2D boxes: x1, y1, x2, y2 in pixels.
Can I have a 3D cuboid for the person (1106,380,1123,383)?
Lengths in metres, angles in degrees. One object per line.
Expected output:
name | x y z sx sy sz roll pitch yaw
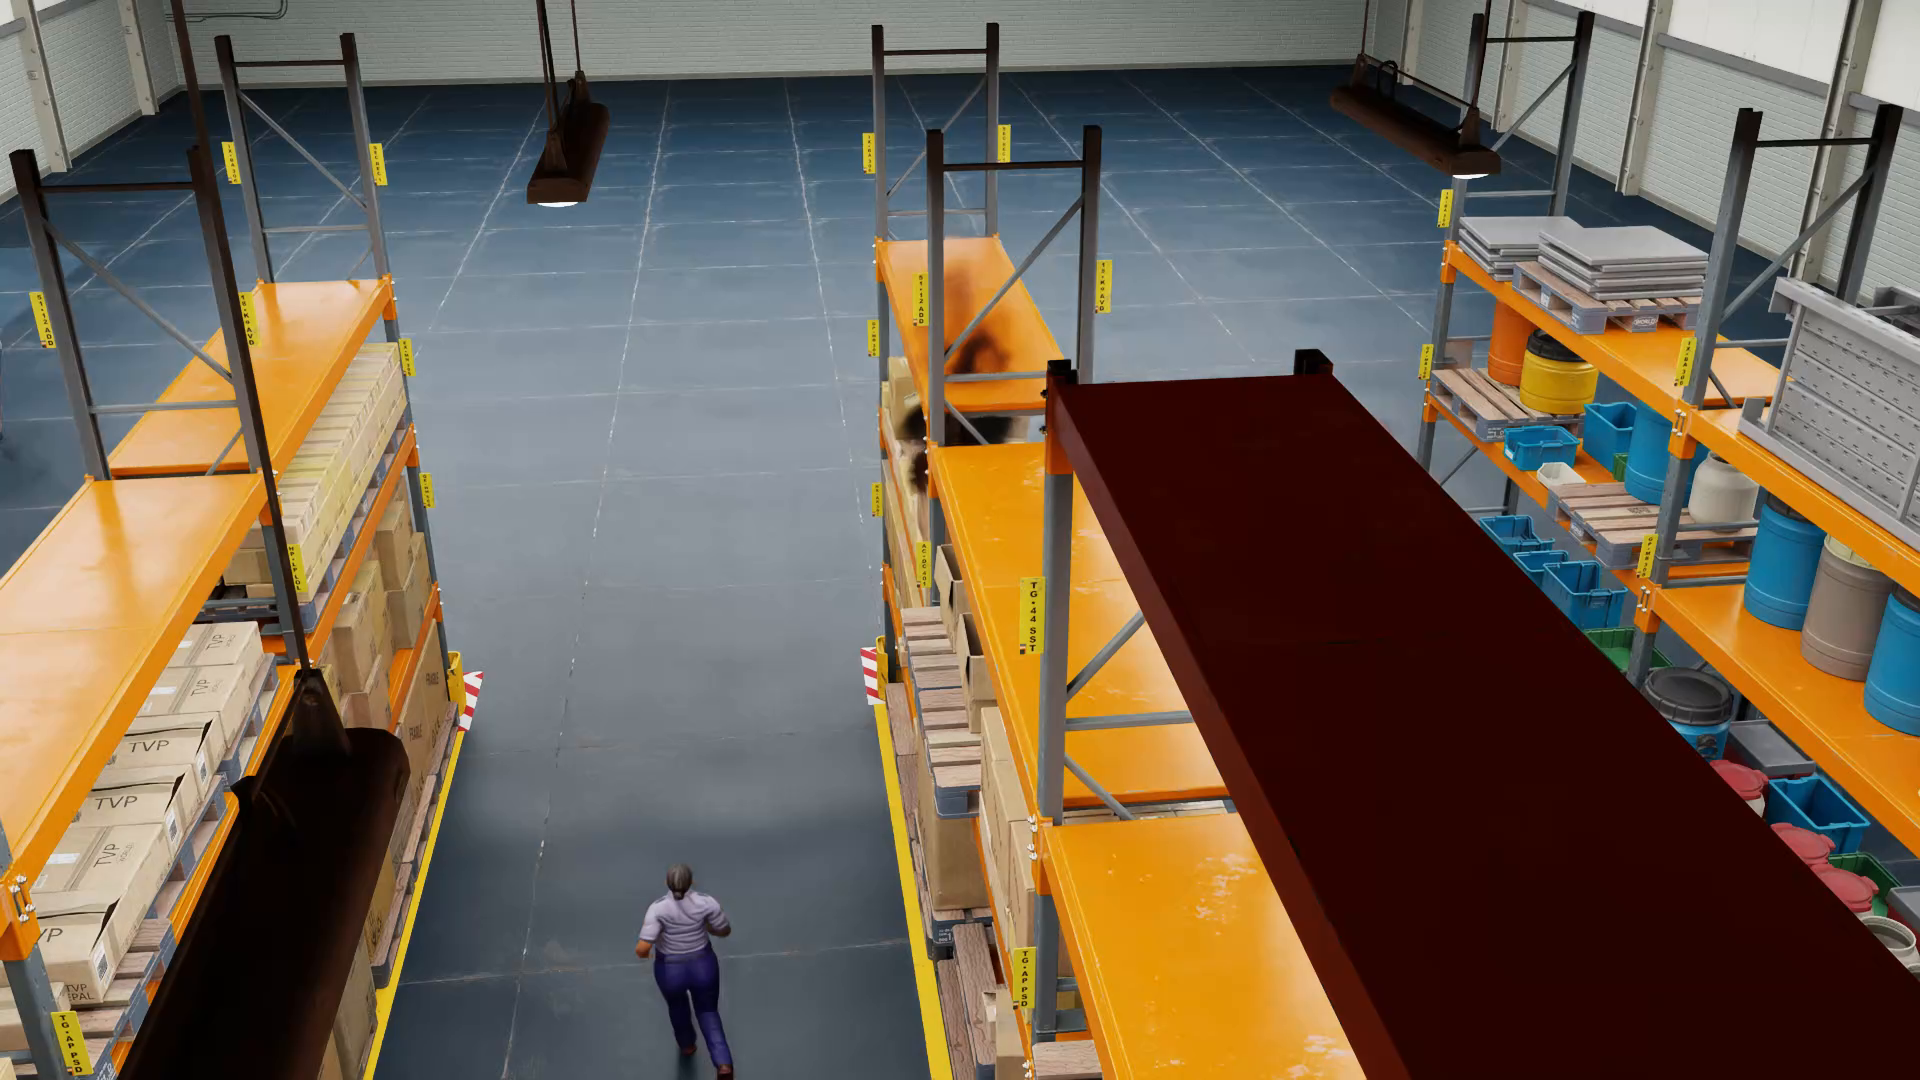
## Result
person | 1.646 -0.956 18.484 0.530 1.742 0.670 14 29 27

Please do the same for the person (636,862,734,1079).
person | -1.763 2.819 10.737 0.615 1.651 0.858 -7 26 -14

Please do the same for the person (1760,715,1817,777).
person | 6.730 1.488 13.339 0.681 1.753 0.955 -6 26 -12
